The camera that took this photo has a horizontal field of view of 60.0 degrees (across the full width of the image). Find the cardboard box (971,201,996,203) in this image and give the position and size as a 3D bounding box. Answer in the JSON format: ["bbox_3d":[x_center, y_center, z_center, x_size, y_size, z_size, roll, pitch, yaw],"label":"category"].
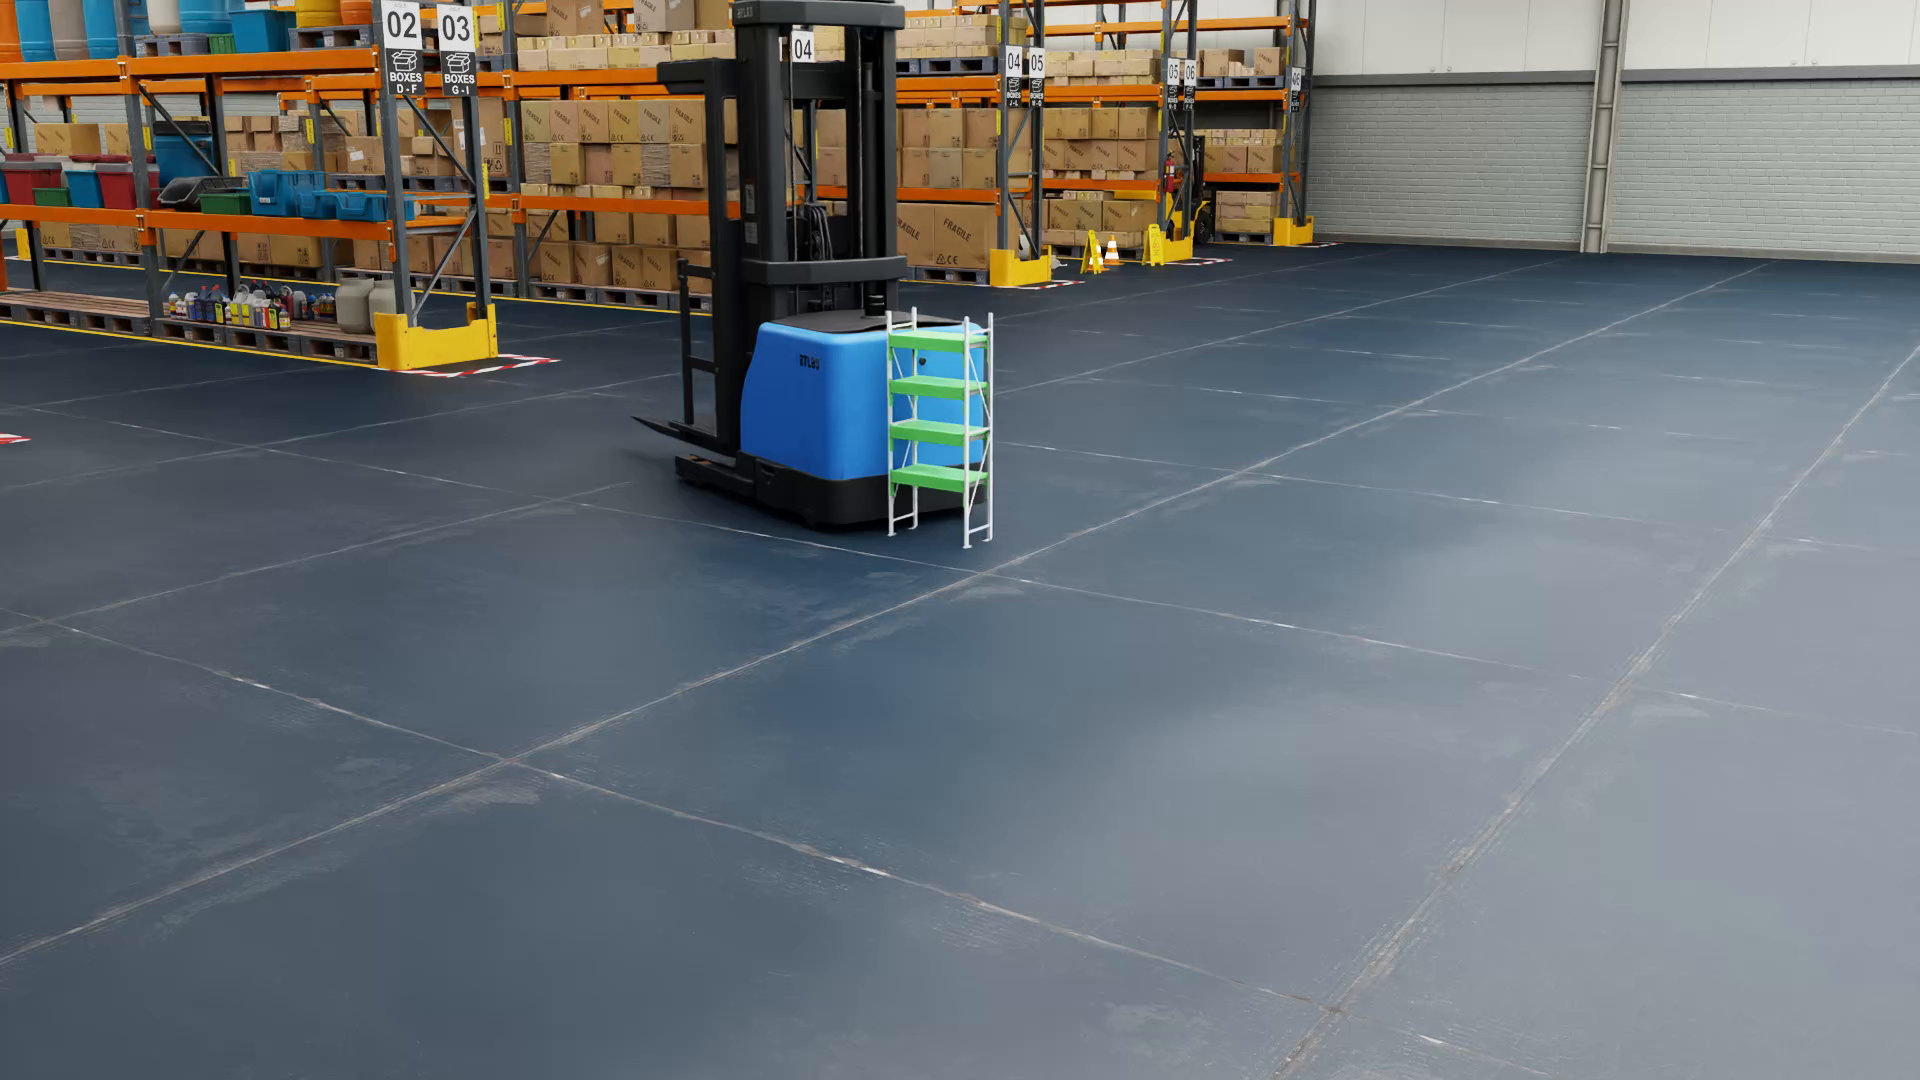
[{"bbox_3d":[0.537,-5.721,28.979,0.500,0.500,0.500,10,17,35],"label":"cardboard box"}]

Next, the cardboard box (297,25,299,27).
[{"bbox_3d":[-9.198,-6.959,23.361,0.637,0.503,0.797,10,17,36],"label":"cardboard box"}]

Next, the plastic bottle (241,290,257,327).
[{"bbox_3d":[-6.995,-2.287,16.416,0.185,0.351,0.144,10,17,35],"label":"plastic bottle"}]

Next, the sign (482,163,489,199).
[{"bbox_3d":[-4.467,-3.364,15.596,0.005,0.325,0.100,9,17,33],"label":"sign"}]

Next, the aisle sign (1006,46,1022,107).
[{"bbox_3d":[0.730,-6.276,22.525,0.004,0.787,0.394,9,17,33],"label":"aisle sign"}]

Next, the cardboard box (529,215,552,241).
[{"bbox_3d":[-6.920,-5.254,28.132,0.500,0.500,0.500,10,17,35],"label":"cardboard box"}]

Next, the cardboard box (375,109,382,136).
[{"bbox_3d":[-10.092,-7.449,29.763,0.500,0.500,0.500,9,16,31],"label":"cardboard box"}]

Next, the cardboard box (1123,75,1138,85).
[{"bbox_3d":[2.841,-7.437,26.906,0.250,0.149,0.380,9,17,33],"label":"cardboard box"}]

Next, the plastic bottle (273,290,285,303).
[{"bbox_3d":[-7.010,-2.430,17.136,0.133,0.283,0.061,9,17,33],"label":"plastic bottle"}]

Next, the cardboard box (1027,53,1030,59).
[{"bbox_3d":[1.161,-8.105,27.942,0.250,0.149,0.380,9,16,31],"label":"cardboard box"}]

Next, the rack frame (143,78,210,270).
[{"bbox_3d":[-11.971,-5.718,25.679,0.127,3.000,1.000,9,17,33],"label":"rack frame"}]

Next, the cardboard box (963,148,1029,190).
[{"bbox_3d":[0.505,-5.197,23.264,0.550,0.550,0.875,9,17,33],"label":"cardboard box"}]

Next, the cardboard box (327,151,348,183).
[{"bbox_3d":[-8.903,-5.349,23.982,0.500,0.500,0.500,10,17,34],"label":"cardboard box"}]

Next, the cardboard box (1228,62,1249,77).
[{"bbox_3d":[5.217,-8.802,31.095,0.258,0.266,0.396,9,17,33],"label":"cardboard box"}]

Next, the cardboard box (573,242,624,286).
[{"bbox_3d":[-4.543,-3.498,21.041,0.500,0.500,0.500,-11,17,-36],"label":"cardboard box"}]

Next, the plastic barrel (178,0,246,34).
[{"bbox_3d":[-7.331,-5.406,16.259,0.708,0.901,0.600,9,17,33],"label":"plastic barrel"}]

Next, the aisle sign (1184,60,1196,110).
[{"bbox_3d":[3.742,-7.400,27.063,0.004,0.787,0.394,9,17,33],"label":"aisle sign"}]

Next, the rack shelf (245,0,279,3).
[{"bbox_3d":[-10.311,-7.818,24.009,4.000,0.370,1.077,9,17,33],"label":"rack shelf"}]

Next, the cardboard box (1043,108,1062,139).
[{"bbox_3d":[1.739,-6.999,27.948,0.500,0.500,0.700,9,17,32],"label":"cardboard box"}]

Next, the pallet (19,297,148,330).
[{"bbox_3d":[-9.787,-2.565,18.745,1.213,0.211,1.003,9,17,33],"label":"pallet"}]

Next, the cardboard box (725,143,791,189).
[{"bbox_3d":[-2.454,-4.381,19.450,0.500,0.500,0.875,9,17,33],"label":"cardboard box"}]

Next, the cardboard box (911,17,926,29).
[{"bbox_3d":[-0.471,-7.171,23.089,0.250,0.149,0.380,9,17,33],"label":"cardboard box"}]

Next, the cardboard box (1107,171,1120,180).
[{"bbox_3d":[2.615,-6.020,27.424,0.250,0.149,0.380,9,16,32],"label":"cardboard box"}]

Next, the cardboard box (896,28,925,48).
[{"bbox_3d":[-0.554,-7.009,23.262,0.500,0.250,0.500,9,17,32],"label":"cardboard box"}]

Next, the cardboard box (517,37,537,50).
[{"bbox_3d":[-5.235,-6.117,20.530,0.250,0.149,0.380,9,16,31],"label":"cardboard box"}]

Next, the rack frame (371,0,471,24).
[{"bbox_3d":[-4.778,-6.033,14.467,0.127,3.000,1.000,9,17,33],"label":"rack frame"}]

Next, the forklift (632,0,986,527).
[{"bbox_3d":[-1.100,-1.797,9.981,1.130,2.935,3.031,-9,17,-33],"label":"forklift"}]

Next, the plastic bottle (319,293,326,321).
[{"bbox_3d":[-6.476,-2.375,16.936,0.097,0.271,0.097,0,14,0],"label":"plastic bottle"}]

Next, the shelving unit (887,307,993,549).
[{"bbox_3d":[-0.106,-0.592,8.719,0.503,1.200,0.258,9,17,33],"label":"shelving unit"}]

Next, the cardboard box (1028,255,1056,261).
[{"bbox_3d":[1.303,-4.473,26.585,0.380,0.149,0.250,-7,15,-25],"label":"cardboard box"}]

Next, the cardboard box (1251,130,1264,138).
[{"bbox_3d":[5.648,-7.615,31.167,0.250,0.149,0.380,9,17,33],"label":"cardboard box"}]

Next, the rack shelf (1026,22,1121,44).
[{"bbox_3d":[1.306,-10.248,33.824,4.000,0.370,1.077,9,17,33],"label":"rack shelf"}]

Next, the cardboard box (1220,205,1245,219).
[{"bbox_3d":[5.296,-6.259,31.672,0.500,0.250,0.500,9,17,32],"label":"cardboard box"}]

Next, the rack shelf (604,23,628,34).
[{"bbox_3d":[-8.099,-10.331,34.158,4.000,0.370,1.077,9,17,33],"label":"rack shelf"}]

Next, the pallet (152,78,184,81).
[{"bbox_3d":[-12.644,-7.243,25.780,1.213,0.211,1.003,9,17,33],"label":"pallet"}]

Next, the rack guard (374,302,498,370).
[{"bbox_3d":[-4.867,-1.908,15.492,0.348,0.500,1.175,9,17,33],"label":"rack guard"}]

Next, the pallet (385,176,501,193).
[{"bbox_3d":[-6.986,-4.831,22.495,1.213,0.211,1.003,9,17,33],"label":"pallet"}]

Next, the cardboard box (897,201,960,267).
[{"bbox_3d":[-0.492,-4.452,24.112,0.875,0.875,0.875,9,16,32],"label":"cardboard box"}]

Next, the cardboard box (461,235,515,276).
[{"bbox_3d":[-6.215,-3.799,22.216,0.500,0.500,0.700,9,17,32],"label":"cardboard box"}]

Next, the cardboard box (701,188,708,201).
[{"bbox_3d":[-2.808,-4.040,19.426,0.250,0.149,0.380,9,17,33],"label":"cardboard box"}]

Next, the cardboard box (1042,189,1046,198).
[{"bbox_3d":[1.260,-5.903,28.365,0.250,0.149,0.380,10,17,36],"label":"cardboard box"}]

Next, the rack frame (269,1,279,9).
[{"bbox_3d":[-12.438,-10.142,31.065,0.127,3.000,1.000,9,17,33],"label":"rack frame"}]

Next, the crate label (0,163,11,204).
[{"bbox_3d":[-10.742,-4.024,18.762,0.616,0.435,0.502,9,17,33],"label":"crate label"}]

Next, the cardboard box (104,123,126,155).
[{"bbox_3d":[-12.915,-6.230,25.879,0.500,0.500,0.500,9,17,33],"label":"cardboard box"}]

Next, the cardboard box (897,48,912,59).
[{"bbox_3d":[-0.680,-6.818,23.321,0.250,0.149,0.380,9,17,33],"label":"cardboard box"}]

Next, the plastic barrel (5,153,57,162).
[{"bbox_3d":[-10.862,-4.258,19.498,0.708,0.536,0.600,9,17,33],"label":"plastic barrel"}]

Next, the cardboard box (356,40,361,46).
[{"bbox_3d":[-7.986,-6.746,22.339,0.500,0.500,0.500,9,17,33],"label":"cardboard box"}]

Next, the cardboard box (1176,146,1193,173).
[{"bbox_3d":[4.456,-7.342,32.032,0.500,0.500,0.500,9,17,33],"label":"cardboard box"}]

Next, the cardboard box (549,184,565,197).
[{"bbox_3d":[-4.899,-4.370,20.757,0.250,0.149,0.380,9,17,33],"label":"cardboard box"}]

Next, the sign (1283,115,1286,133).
[{"bbox_3d":[5.970,-7.645,30.563,0.005,0.325,0.100,9,17,33],"label":"sign"}]

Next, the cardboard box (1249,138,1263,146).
[{"bbox_3d":[5.612,-7.457,31.146,0.250,0.149,0.380,9,17,34],"label":"cardboard box"}]

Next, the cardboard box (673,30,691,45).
[{"bbox_3d":[-3.078,-5.762,19.098,0.250,0.149,0.380,9,17,33],"label":"cardboard box"}]

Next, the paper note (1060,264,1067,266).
[{"bbox_3d":[1.622,-4.373,26.425,0.142,0.019,0.148,3,14,14],"label":"paper note"}]

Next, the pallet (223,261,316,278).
[{"bbox_3d":[-10.272,-4.112,24.996,1.213,0.211,1.003,9,17,33],"label":"pallet"}]

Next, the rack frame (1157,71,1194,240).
[{"bbox_3d":[3.517,-6.084,27.160,0.127,3.000,1.000,9,17,33],"label":"rack frame"}]

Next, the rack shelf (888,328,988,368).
[{"bbox_3d":[-0.106,-0.996,8.619,0.480,0.148,0.258,9,17,33],"label":"rack shelf"}]
